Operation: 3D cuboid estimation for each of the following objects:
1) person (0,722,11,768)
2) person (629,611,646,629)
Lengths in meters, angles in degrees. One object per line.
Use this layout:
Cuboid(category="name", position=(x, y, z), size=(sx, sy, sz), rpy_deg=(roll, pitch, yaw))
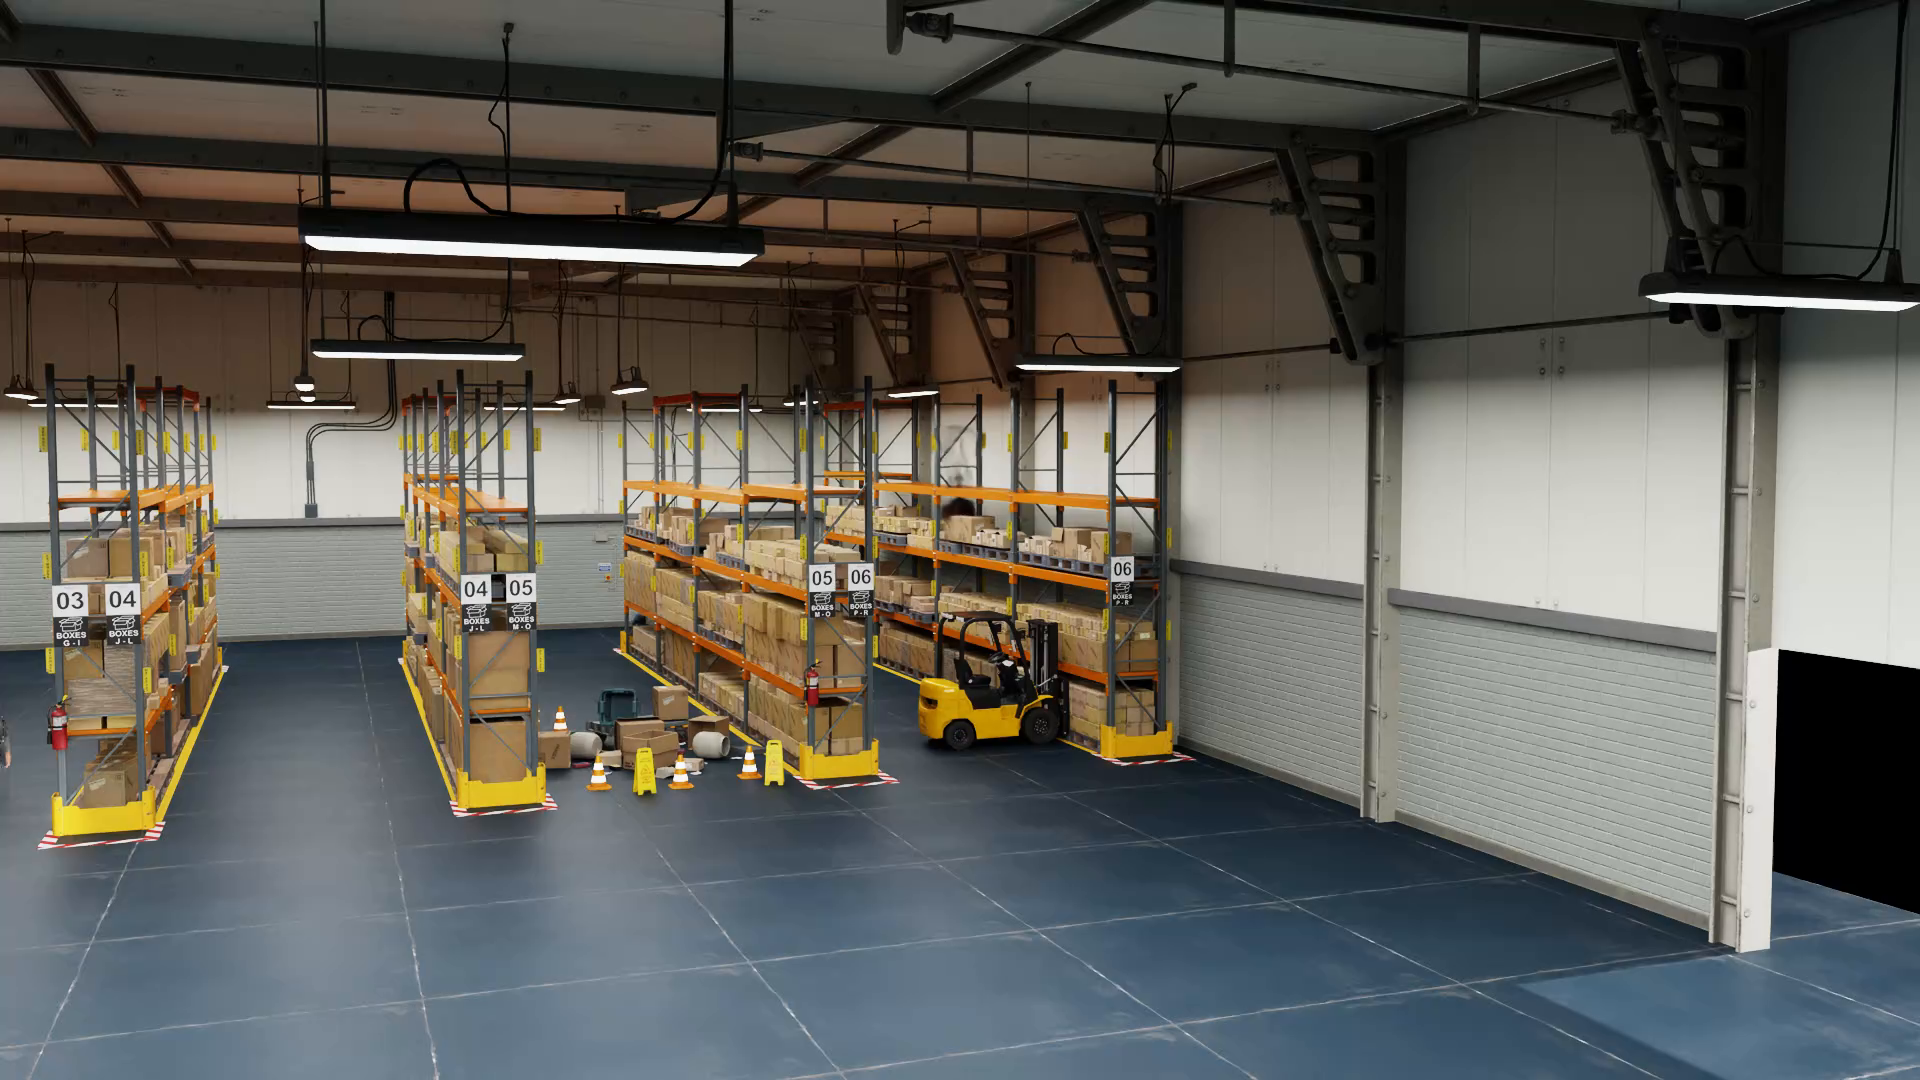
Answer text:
Cuboid(category="person", position=(-12.303, 2.914, 20.932), size=(0.690, 1.767, 0.837), rpy_deg=(-3, 4, -41))
Cuboid(category="person", position=(-7.825, 1.756, 40.677), size=(0.751, 1.716, 0.723), rpy_deg=(-1, 3, -16))
